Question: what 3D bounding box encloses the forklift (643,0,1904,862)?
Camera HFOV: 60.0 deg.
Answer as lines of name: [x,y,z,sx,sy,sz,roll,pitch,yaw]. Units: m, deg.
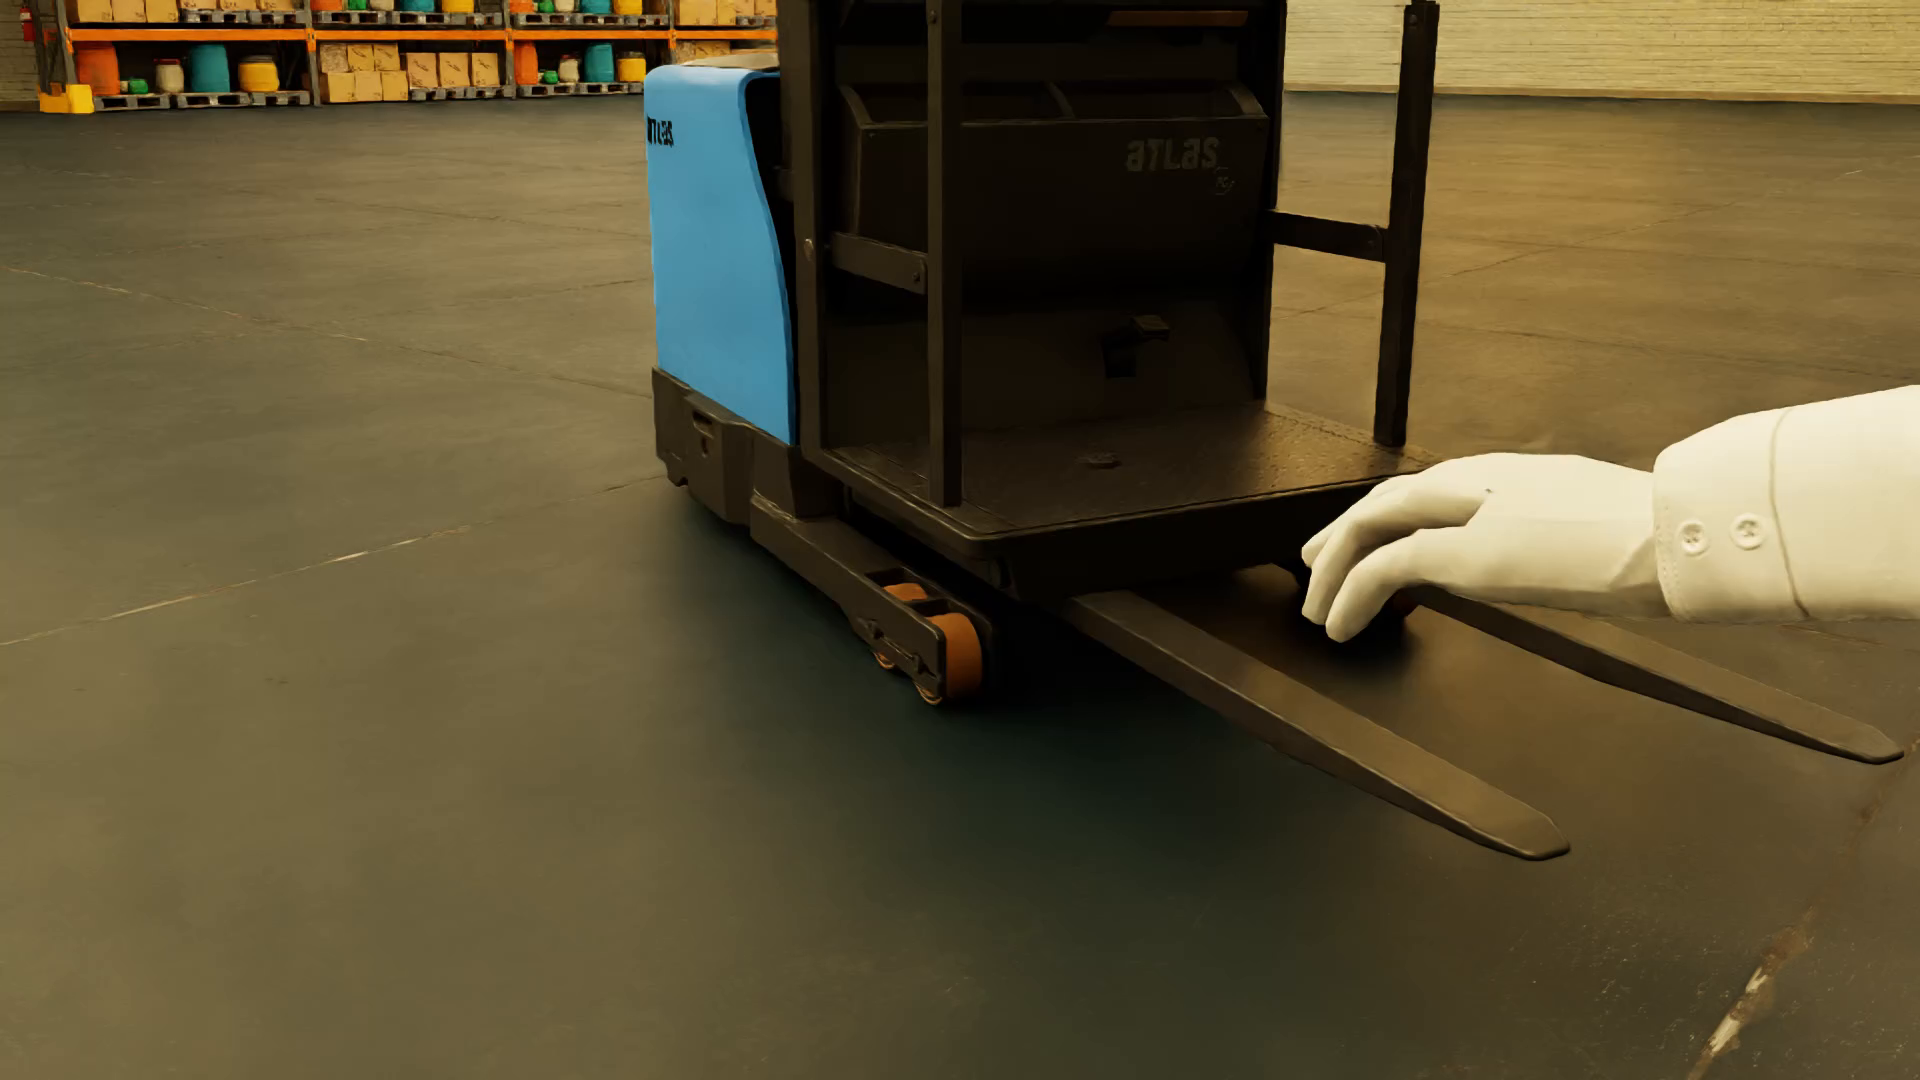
forklift: [0.297,-1.253,3.025,1.130,2.935,3.031,-8,19,-25]
